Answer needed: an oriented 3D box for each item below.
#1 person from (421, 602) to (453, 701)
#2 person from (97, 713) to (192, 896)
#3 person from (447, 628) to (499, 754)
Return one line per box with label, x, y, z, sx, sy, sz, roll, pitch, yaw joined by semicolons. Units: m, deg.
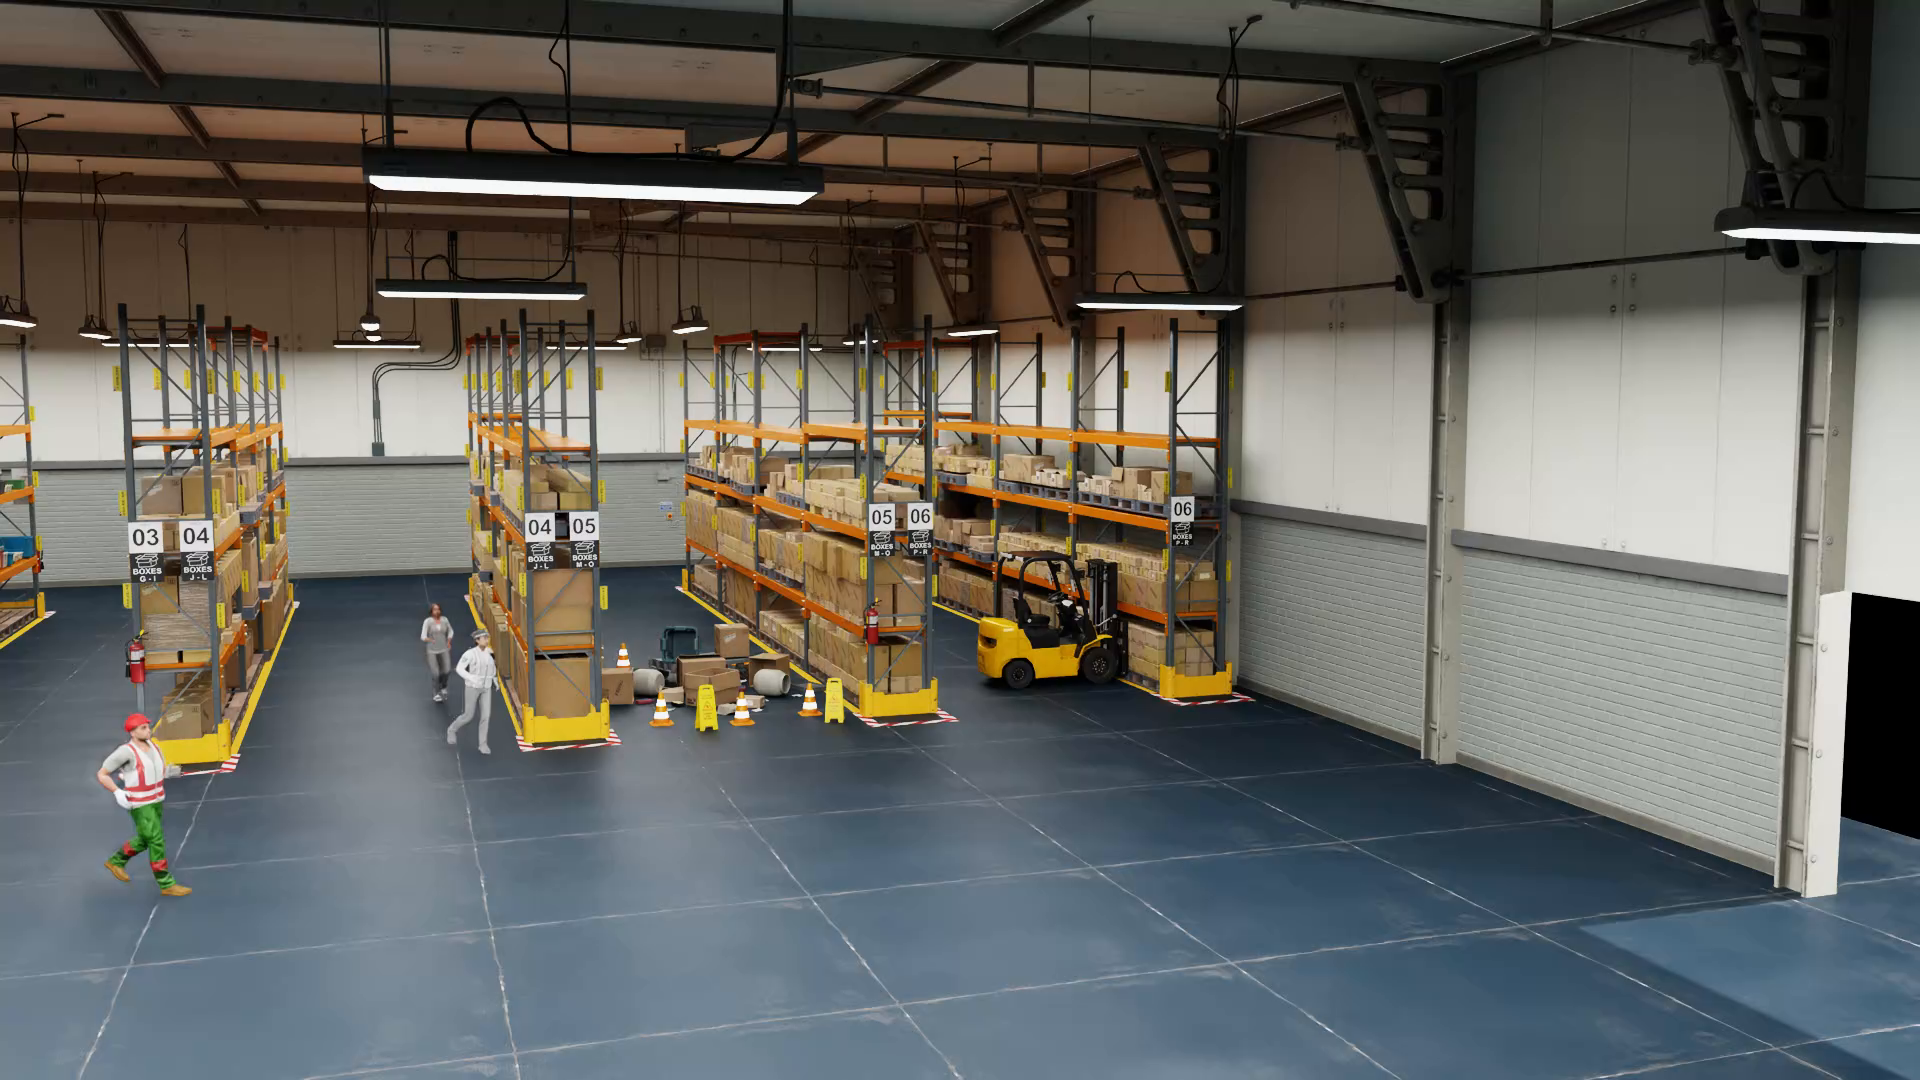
person;-8.114;1.757;25.914;0.522;1.559;0.555;-3;6;-28
person;-7.946;2.560;16.182;0.999;1.766;0.663;1;6;10
person;-6.532;2.023;22.661;0.901;1.653;0.674;5;7;42
